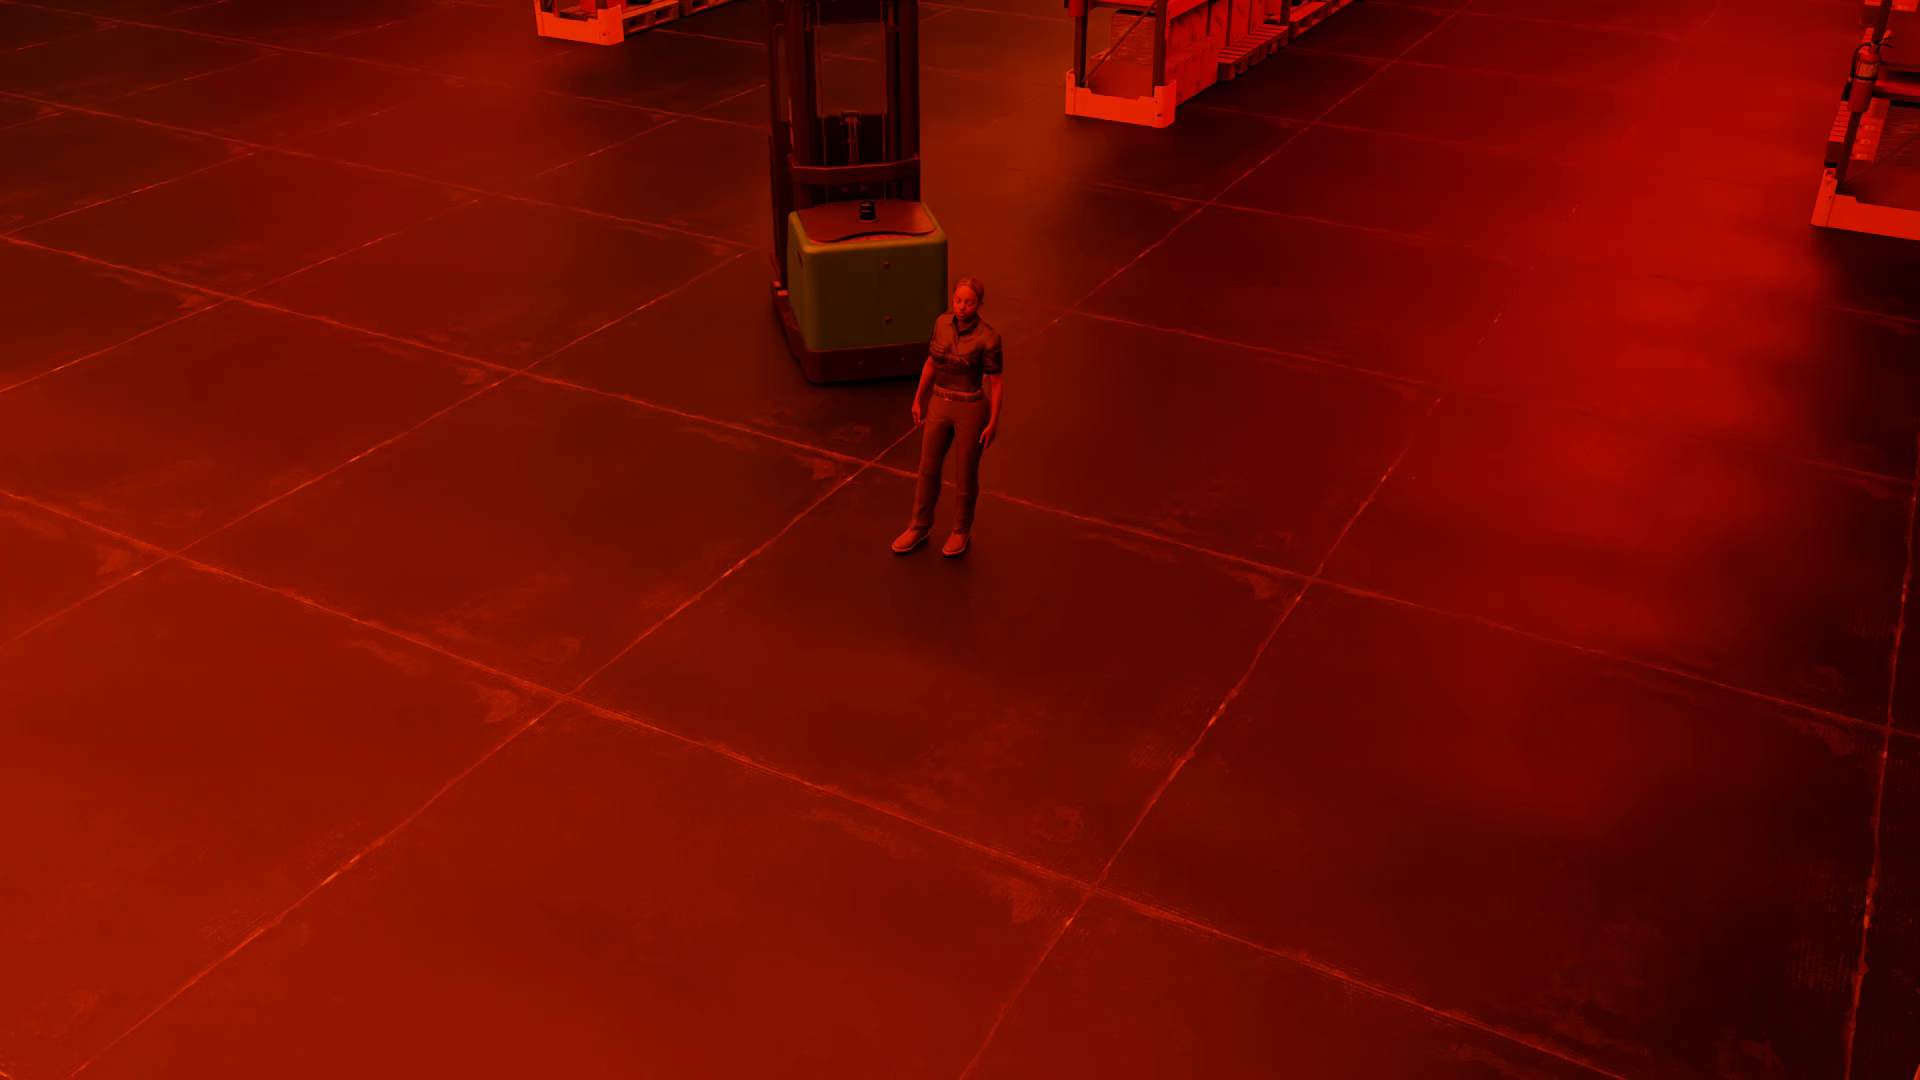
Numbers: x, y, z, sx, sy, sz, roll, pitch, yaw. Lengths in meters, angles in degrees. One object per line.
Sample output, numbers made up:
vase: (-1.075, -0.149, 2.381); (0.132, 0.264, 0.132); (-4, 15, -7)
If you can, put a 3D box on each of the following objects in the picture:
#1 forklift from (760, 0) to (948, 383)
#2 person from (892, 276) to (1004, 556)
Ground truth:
forklift: (-0.896, -3.106, 12.453); (1.130, 2.935, 3.031); (-7, 31, -11)
person: (-0.060, -0.689, 9.527); (0.569, 1.656, 0.503); (15, 33, 25)
